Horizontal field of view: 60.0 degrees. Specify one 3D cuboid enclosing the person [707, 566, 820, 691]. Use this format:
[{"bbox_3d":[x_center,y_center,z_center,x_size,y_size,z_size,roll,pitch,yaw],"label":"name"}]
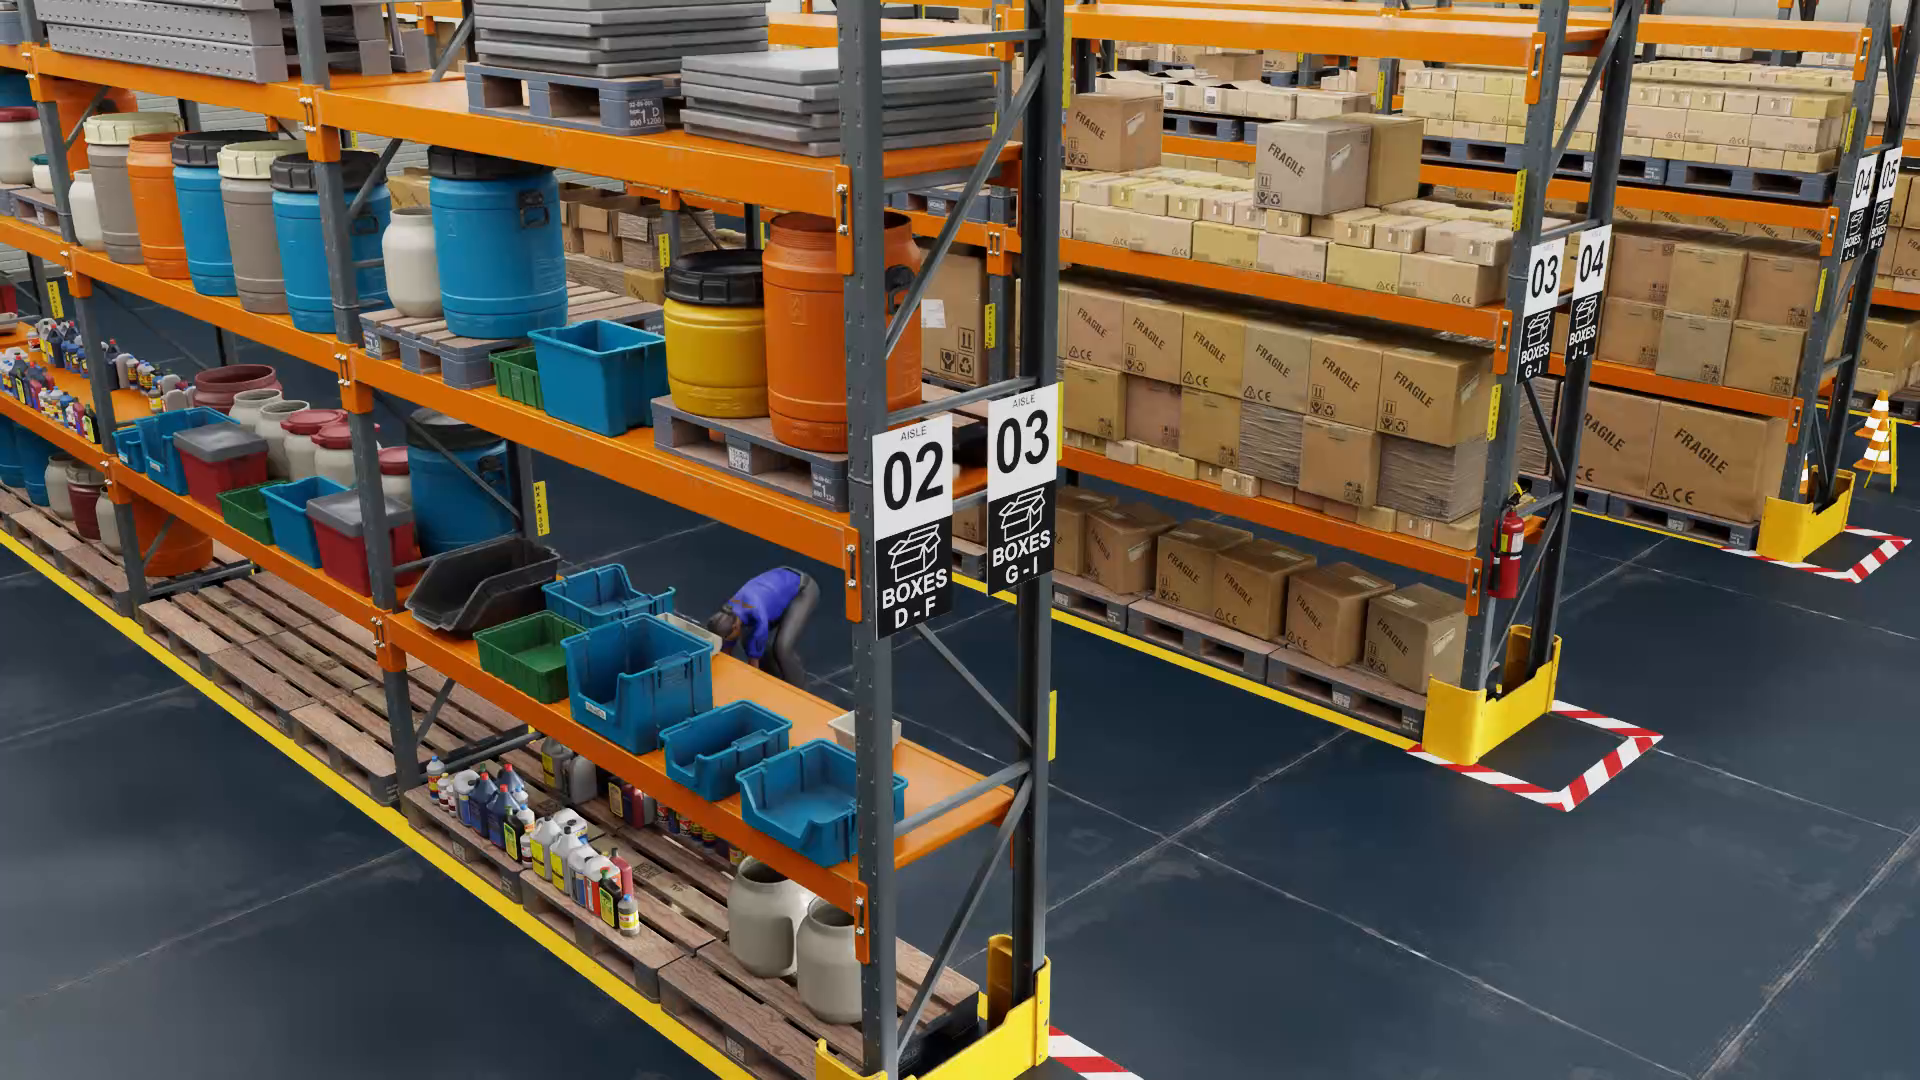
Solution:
[{"bbox_3d":[-1.291,0.681,10.855,0.445,0.904,0.870,17,27,38],"label":"person"}]
